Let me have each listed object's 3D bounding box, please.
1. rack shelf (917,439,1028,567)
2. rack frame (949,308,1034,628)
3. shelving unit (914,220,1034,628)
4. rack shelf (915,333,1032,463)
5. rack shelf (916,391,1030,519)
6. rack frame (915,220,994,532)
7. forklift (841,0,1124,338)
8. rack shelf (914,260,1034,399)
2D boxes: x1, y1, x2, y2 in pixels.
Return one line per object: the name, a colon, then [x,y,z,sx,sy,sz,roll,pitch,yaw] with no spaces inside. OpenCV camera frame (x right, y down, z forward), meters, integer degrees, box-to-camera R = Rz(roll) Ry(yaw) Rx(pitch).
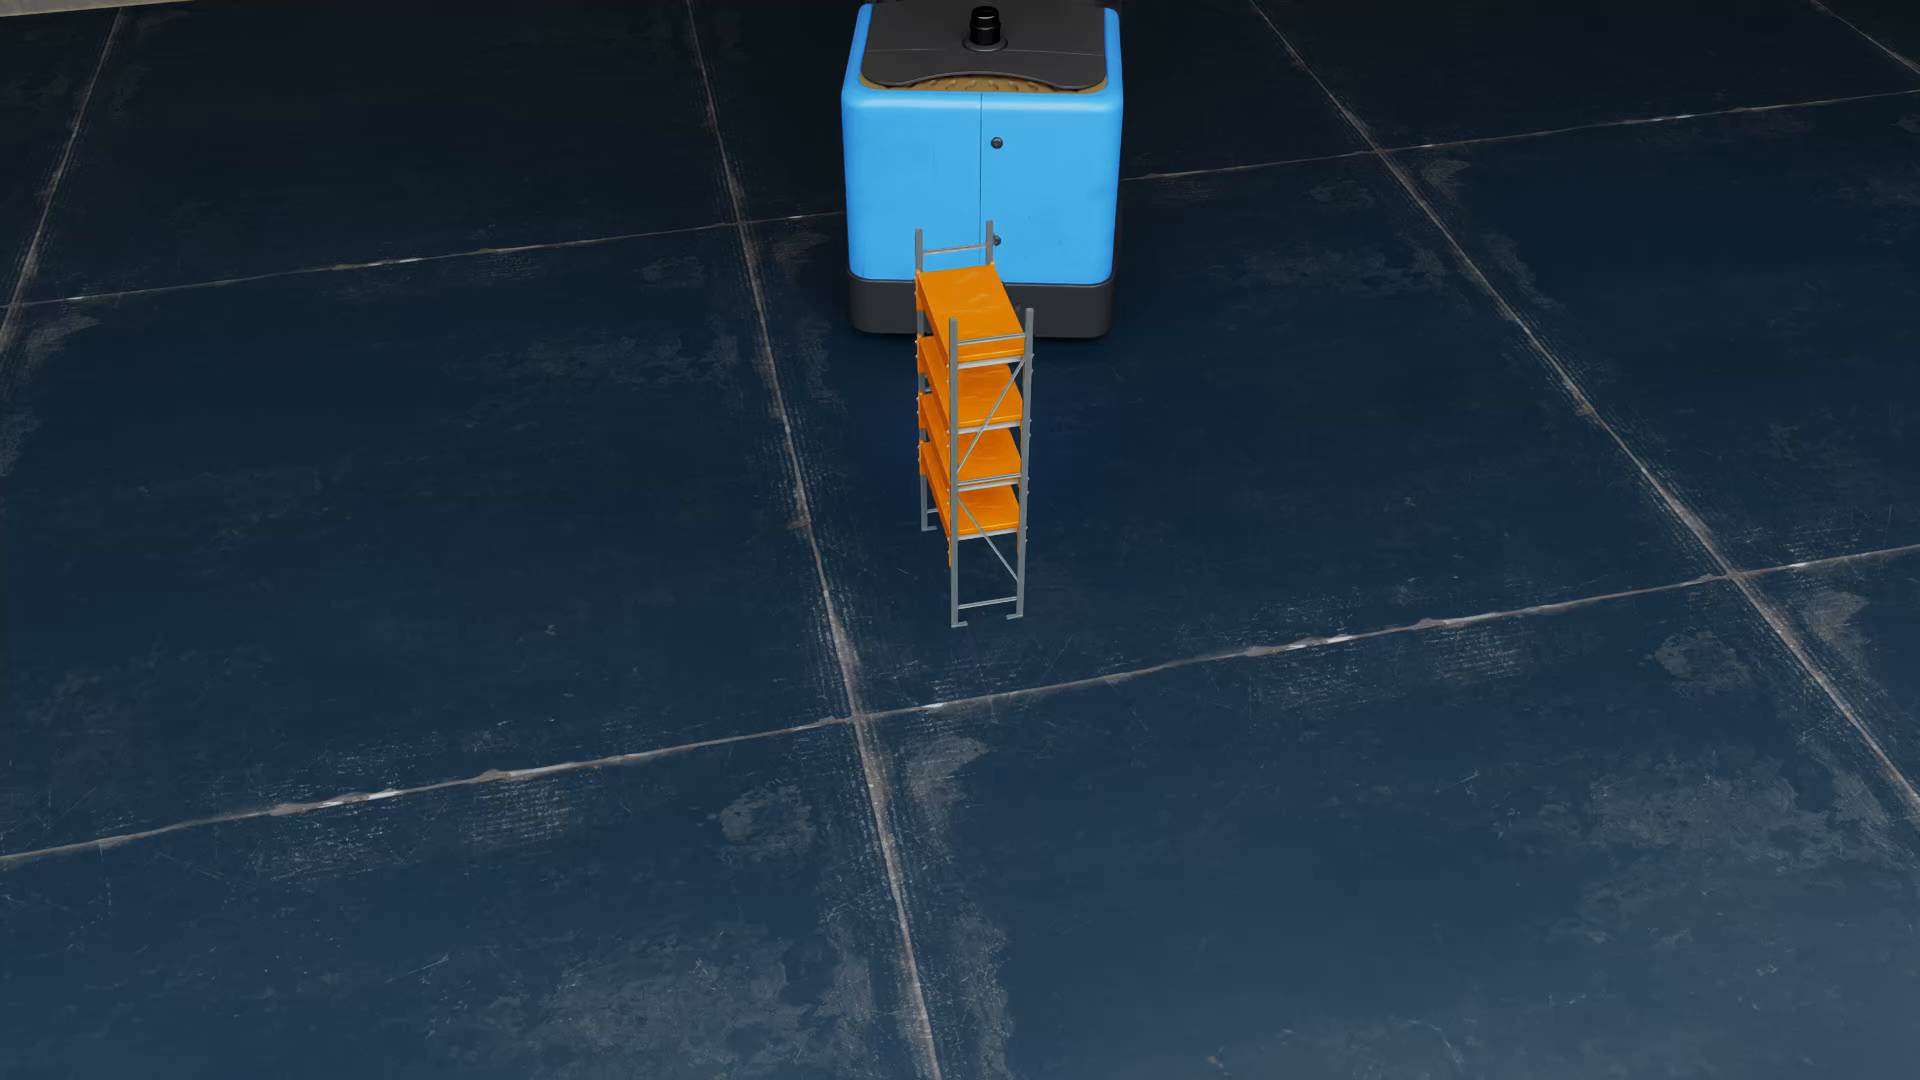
rack shelf: [0.036,-0.143,5.407,0.258,0.148,0.480,-8,42,-9]
rack frame: [0.088,-0.183,5.053,0.240,1.200,0.015,-8,42,-9]
shelving unit: [0.036,-0.341,5.231,0.258,1.200,0.503,-8,42,-9]
rack shelf: [0.036,-0.458,5.127,0.258,0.148,0.480,-8,42,-9]
rack shelf: [0.036,-0.291,5.275,0.258,0.148,0.480,-8,42,-9]
rack frame: [-0.017,-0.500,5.409,0.240,1.200,0.015,-8,42,-9]
forklift: [0.142,-2.851,6.754,1.130,2.935,3.031,2,42,2]
rack shelf: [0.036,-0.635,4.970,0.258,0.148,0.480,-8,42,-9]
